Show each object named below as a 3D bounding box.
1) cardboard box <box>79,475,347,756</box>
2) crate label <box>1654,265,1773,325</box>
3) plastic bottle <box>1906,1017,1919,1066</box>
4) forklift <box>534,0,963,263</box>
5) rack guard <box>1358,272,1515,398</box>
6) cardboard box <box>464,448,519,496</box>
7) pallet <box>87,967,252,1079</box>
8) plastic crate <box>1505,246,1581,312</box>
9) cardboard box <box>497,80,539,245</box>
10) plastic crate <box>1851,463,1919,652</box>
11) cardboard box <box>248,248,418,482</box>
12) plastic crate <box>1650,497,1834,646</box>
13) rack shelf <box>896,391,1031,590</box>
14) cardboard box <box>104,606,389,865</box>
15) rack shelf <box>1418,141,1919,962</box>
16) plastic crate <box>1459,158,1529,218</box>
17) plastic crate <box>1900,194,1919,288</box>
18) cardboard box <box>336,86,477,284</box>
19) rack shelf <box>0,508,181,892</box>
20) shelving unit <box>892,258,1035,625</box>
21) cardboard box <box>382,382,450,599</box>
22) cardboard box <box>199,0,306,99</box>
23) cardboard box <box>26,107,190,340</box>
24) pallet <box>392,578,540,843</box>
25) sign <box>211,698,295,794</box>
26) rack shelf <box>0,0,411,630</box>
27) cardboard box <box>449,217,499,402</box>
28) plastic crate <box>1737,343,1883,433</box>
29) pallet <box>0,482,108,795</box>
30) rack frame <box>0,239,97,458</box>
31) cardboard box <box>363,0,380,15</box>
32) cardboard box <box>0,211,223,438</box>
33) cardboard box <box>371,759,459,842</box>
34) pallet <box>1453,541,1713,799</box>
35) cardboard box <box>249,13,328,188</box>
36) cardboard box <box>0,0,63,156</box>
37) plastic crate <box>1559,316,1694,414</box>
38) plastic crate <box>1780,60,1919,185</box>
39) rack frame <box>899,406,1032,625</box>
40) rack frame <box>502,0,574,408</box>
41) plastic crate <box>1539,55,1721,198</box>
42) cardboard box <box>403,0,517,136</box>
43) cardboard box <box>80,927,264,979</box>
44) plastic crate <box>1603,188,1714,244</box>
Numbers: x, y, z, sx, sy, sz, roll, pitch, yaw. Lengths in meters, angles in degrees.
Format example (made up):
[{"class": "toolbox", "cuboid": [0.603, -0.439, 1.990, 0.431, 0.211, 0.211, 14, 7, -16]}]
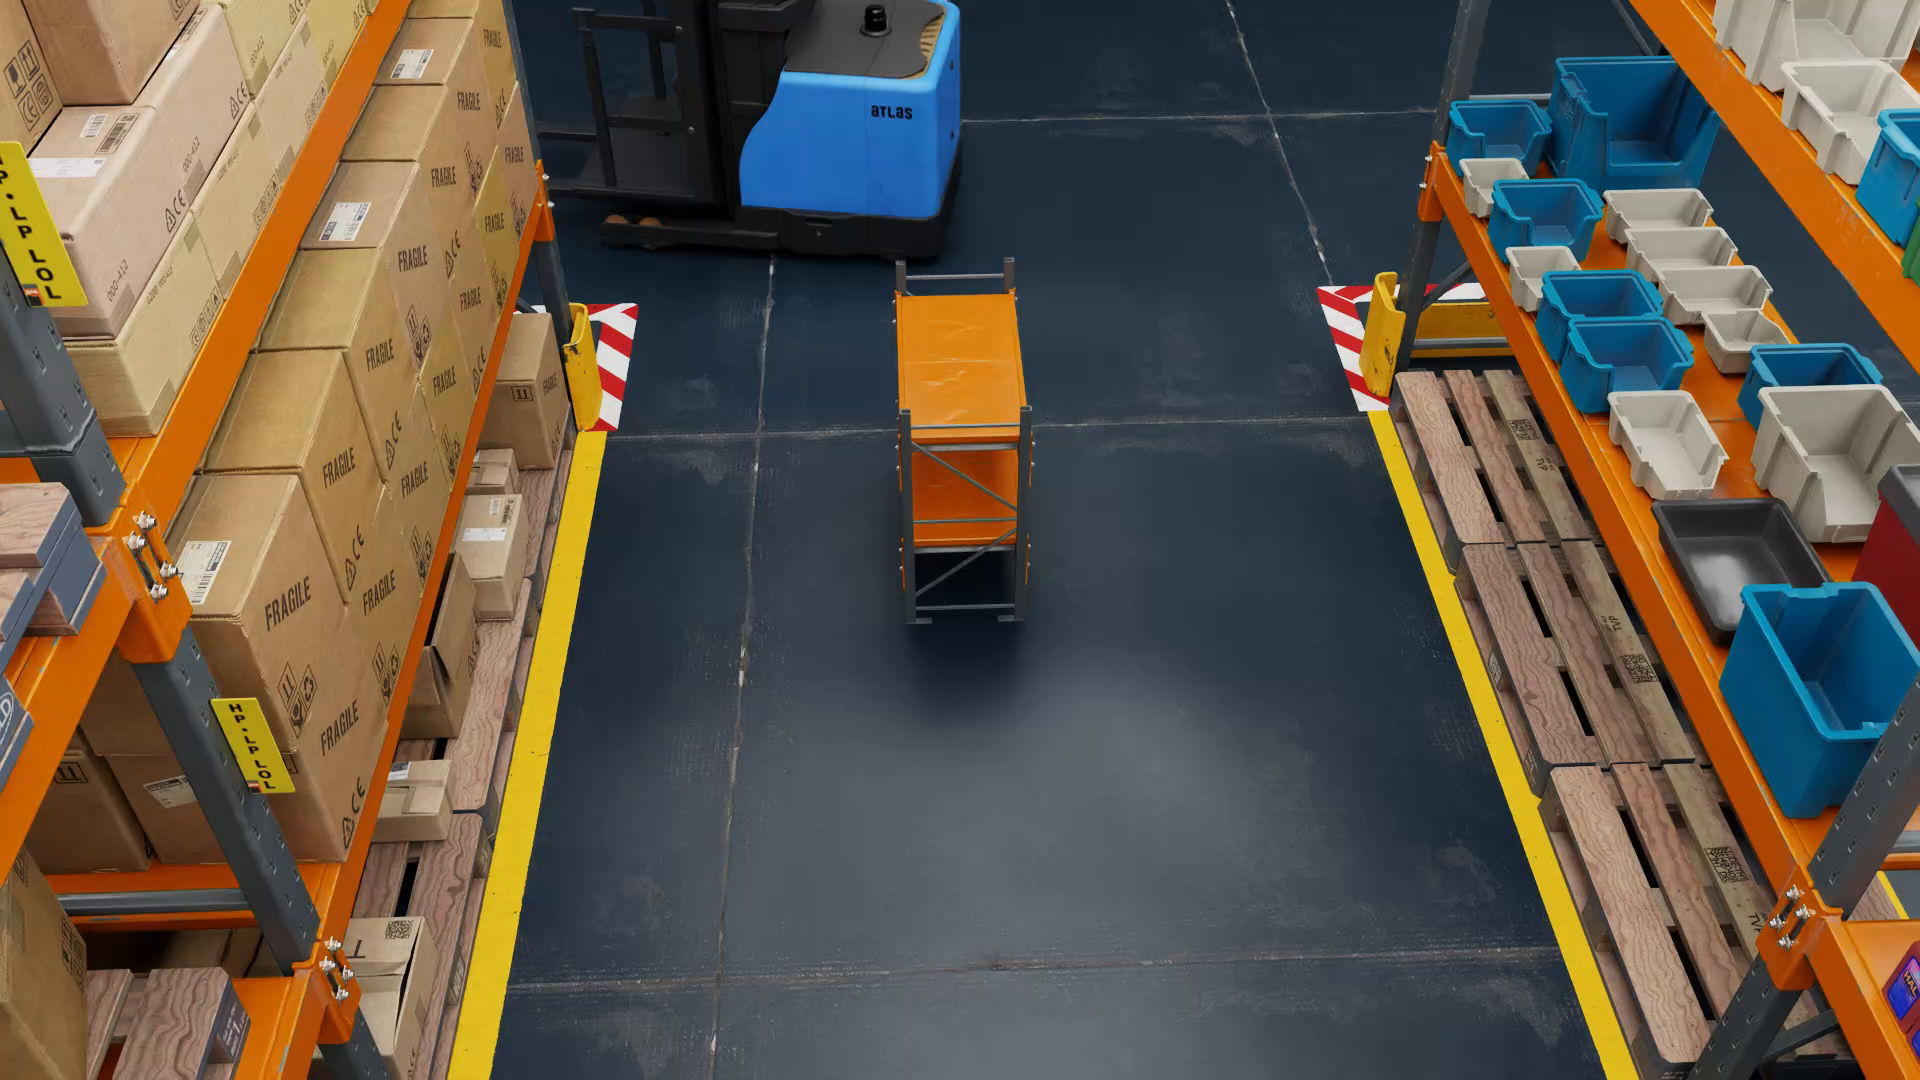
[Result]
[{"class": "cardboard box", "cuboid": [-1.909, 0.187, 4.161, 0.500, 0.500, 0.500, -1, 43, -1]}, {"class": "crate label", "cuboid": [2.859, -0.917, 6.331, 0.396, 0.136, 0.243, -2, 43, -2]}, {"class": "plastic bottle", "cuboid": [2.374, 1.172, 3.987, 0.061, 0.283, 0.133, -2, 43, -2]}, {"class": "forklift", "cuboid": [-1.543, -3.027, 8.533, 3.031, 2.935, 1.130, 5, 43, 6]}, {"class": "rack guard", "cuboid": [2.595, -1.015, 8.137, 1.175, 0.500, 0.348, -2, 43, -2]}, {"class": "cardboard box", "cuboid": [-2.143, -0.263, 7.238, 0.380, 0.166, 0.250, -2, 43, -2]}, {"class": "pallet", "cuboid": [-2.245, 1.532, 3.650, 1.003, 0.211, 1.213, -2, 43, -2]}, {"class": "plastic crate", "cuboid": [2.250, -0.993, 6.414, 0.250, 0.136, 0.298, -2, 43, -2]}, {"class": "cardboard box", "cuboid": [-2.049, -1.524, 6.768, 0.500, 0.500, 0.500, 0, 43, 0]}, {"class": "plastic crate", "cuboid": [2.992, 0.124, 4.953, 0.402, 0.464, 0.583, -2, 43, -2]}, {"class": "cardboard box", "cuboid": [-1.953, -0.508, 4.920, 0.500, 0.500, 0.500, -3, 43, -3]}, {"class": "plastic crate", "cuboid": [2.463, 0.111, 5.218, 0.437, 0.125, 0.590, -2, 43, -2]}, {"class": "rack shelf", "cuboid": [0.000, -0.239, 7.190, 0.538, 0.278, 1.000, -2, 43, -2]}, {"class": "cardboard box", "cuboid": [-1.920, 0.530, 4.527, 0.500, 0.500, 0.500, -1, 43, -1]}, {"class": "rack shelf", "cuboid": [2.694, -0.306, 6.046, 1.077, 0.370, 4.000, -2, 43, -2]}, {"class": "plastic crate", "cuboid": [2.222, -1.451, 6.913, 0.250, 0.136, 0.298, -2, 43, -2]}, {"class": "plastic crate", "cuboid": [2.459, -0.526, 3.690, 0.450, 0.188, 0.662, -2, 43, -2]}, {"class": "cardboard box", "cuboid": [-1.997, -1.203, 5.679, 0.500, 0.500, 0.500, -1, 43, -1]}, {"class": "rack shelf", "cuboid": [-2.085, 1.429, 1.934, 1.077, 0.370, 4.000, -2, 43, -2]}, {"class": "shelving unit", "cuboid": [0.000, -0.419, 7.025, 0.538, 1.125, 1.048, -2, 43, -2]}, {"class": "cardboard box", "cuboid": [-1.963, -0.153, 5.273, 0.500, 0.500, 0.500, -2, 43, -2]}, {"class": "cardboard box", "cuboid": [-1.975, -1.326, 4.148, 0.500, 0.250, 0.500, -2, 43, -2]}, {"class": "cardboard box", "cuboid": [-1.943, -0.651, 3.411, 0.500, 0.250, 0.500, -2, 43, -2]}, {"class": "pallet", "cuboid": [-2.253, 0.658, 6.526, 1.003, 0.211, 1.213, -2, 43, -2]}, {"class": "sign", "cuboid": [-1.616, 0.474, 3.806, 0.100, 0.325, 0.005, -2, 43, -2]}, {"class": "rack shelf", "cuboid": [-2.255, -1.272, 4.880, 1.077, 0.370, 4.000, -2, 43, -2]}, {"class": "cardboard box", "cuboid": [-2.008, -0.837, 6.018, 0.500, 0.500, 0.500, -1, 43, -1]}, {"class": "plastic crate", "cuboid": [2.952, -0.502, 5.807, 0.416, 0.233, 0.300, -2, 43, -2]}, {"class": "pallet", "cuboid": [-2.213, 0.325, 2.745, 1.213, 0.211, 1.003, -2, 43, -2]}, {"class": "rack frame", "cuboid": [-2.170, -1.292, 2.150, 1.000, 3.000, 0.127, -2, 43, -2]}, {"class": "cardboard box", "cuboid": [-2.010, -1.817, 5.054, 0.500, 0.250, 0.500, -2, 43, -2]}, {"class": "cardboard box", "cuboid": [-1.944, -0.467, 3.580, 0.500, 0.250, 0.500, -2, 43, -2]}, {"class": "cardboard box", "cuboid": [-2.019, 0.928, 5.939, 0.380, 0.166, 0.250, -2, 43, -2]}, {"class": "pallet", "cuboid": [2.654, 0.486, 6.713, 1.003, 0.211, 1.213, -2, 43, -2]}, {"class": "cardboard box", "cuboid": [-1.981, -1.142, 4.317, 0.500, 0.250, 0.500, -2, 43, -2]}, {"class": "cardboard box", "cuboid": [-2.229, -0.919, 3.149, 0.700, 0.500, 0.500, -2, 43, -2]}, {"class": "plastic crate", "cuboid": [2.359, -0.614, 5.929, 0.416, 0.233, 0.300, -2, 43, -2]}, {"class": "plastic crate", "cuboid": [2.345, -1.077, 4.330, 0.293, 0.136, 0.466, -2, 43, -2]}, {"class": "rack frame", "cuboid": [0.021, -0.076, 6.650, 0.500, 1.125, 0.032, -2, 43, -2]}, {"class": "rack frame", "cuboid": [-2.340, -1.781, 7.123, 1.000, 3.000, 0.127, -2, 43, -2]}, {"class": "plastic crate", "cuboid": [2.810, -1.735, 7.002, 0.616, 0.435, 0.499, -2, 43, -2]}, {"class": "cardboard box", "cuboid": [-2.046, -1.894, 6.432, 0.500, 0.500, 0.500, -2, 43, -2]}, {"class": "cardboard box", "cuboid": [-2.478, 1.302, 5.284, 0.500, 0.500, 0.500, -2, 43, -2]}, {"class": "plastic crate", "cuboid": [2.825, -1.301, 6.749, 0.396, 0.136, 0.243, -2, 43, -2]}]
